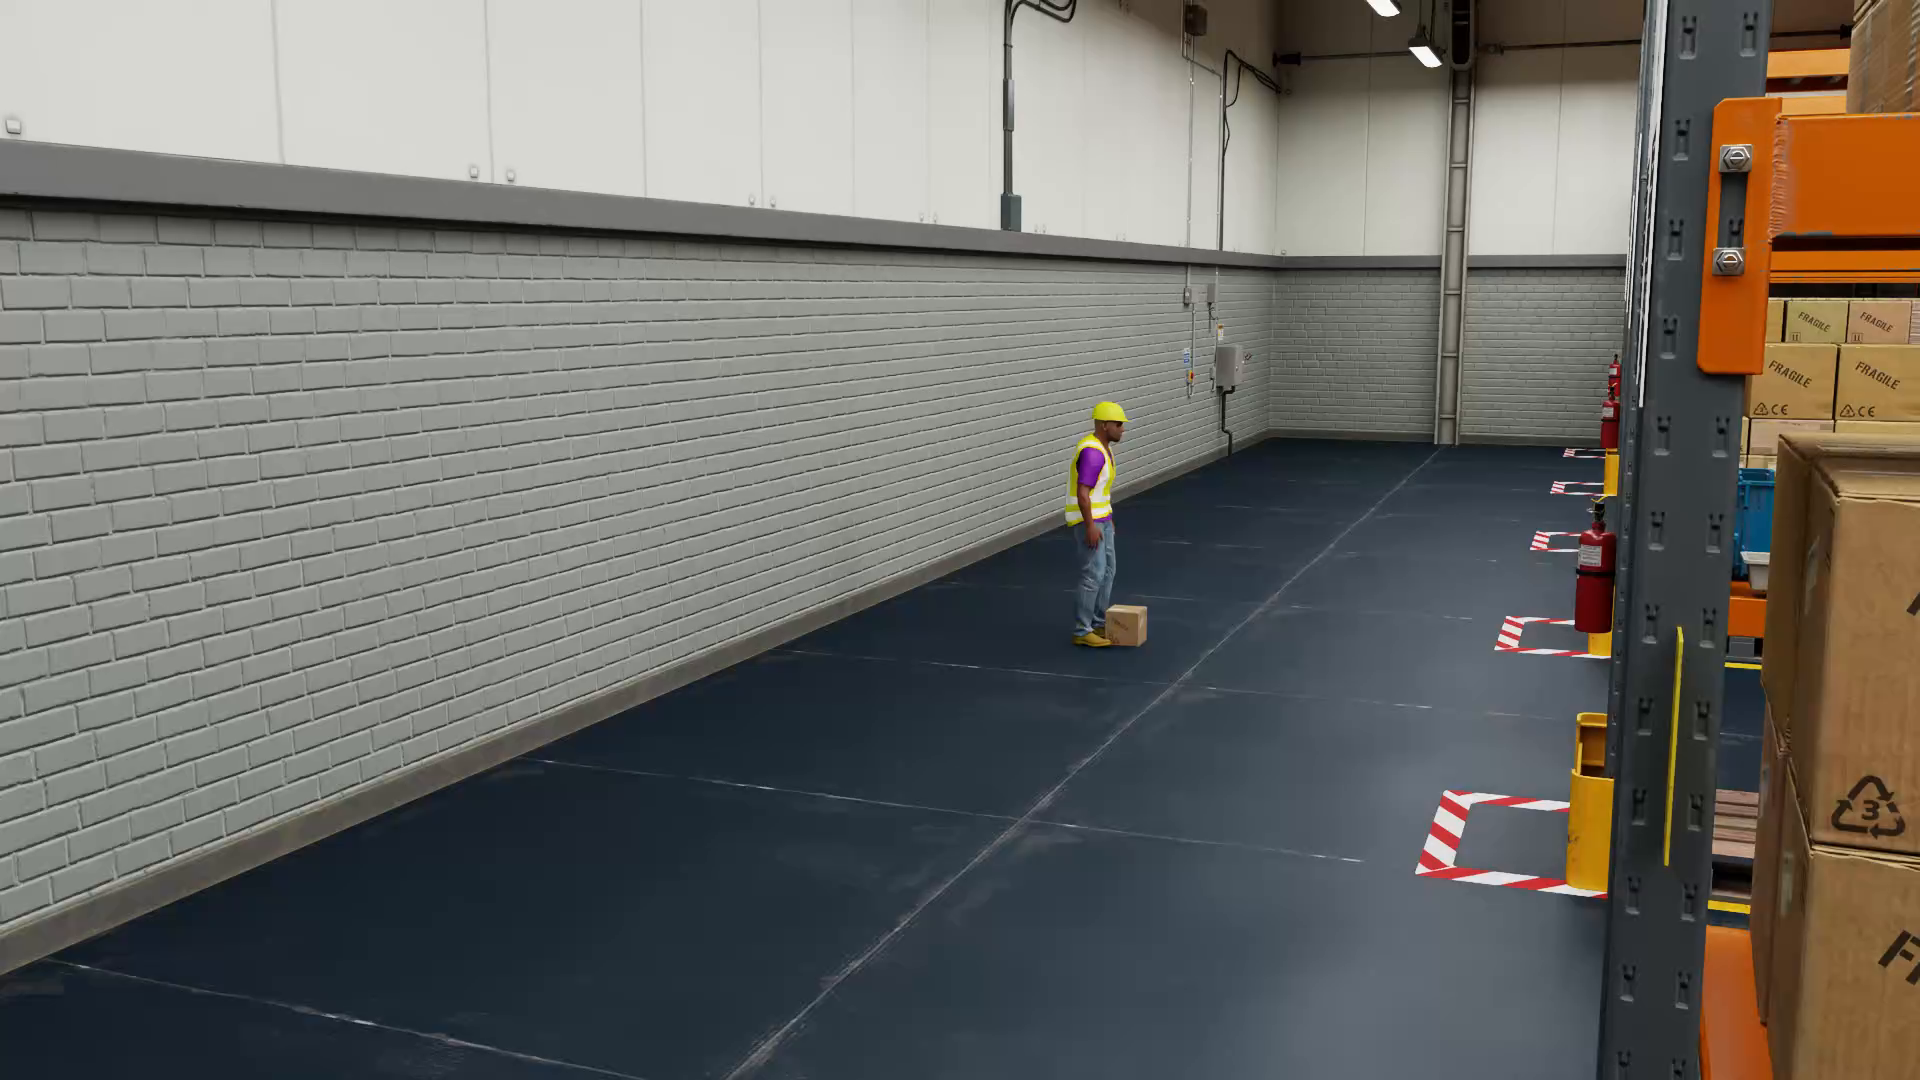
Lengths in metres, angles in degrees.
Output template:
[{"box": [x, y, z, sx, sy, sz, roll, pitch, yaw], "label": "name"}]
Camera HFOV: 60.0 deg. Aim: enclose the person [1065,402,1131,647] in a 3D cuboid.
[{"box": [1.007, -0.131, 12.151, 0.459, 1.760, 0.634, 3, 9, 18], "label": "person"}]
